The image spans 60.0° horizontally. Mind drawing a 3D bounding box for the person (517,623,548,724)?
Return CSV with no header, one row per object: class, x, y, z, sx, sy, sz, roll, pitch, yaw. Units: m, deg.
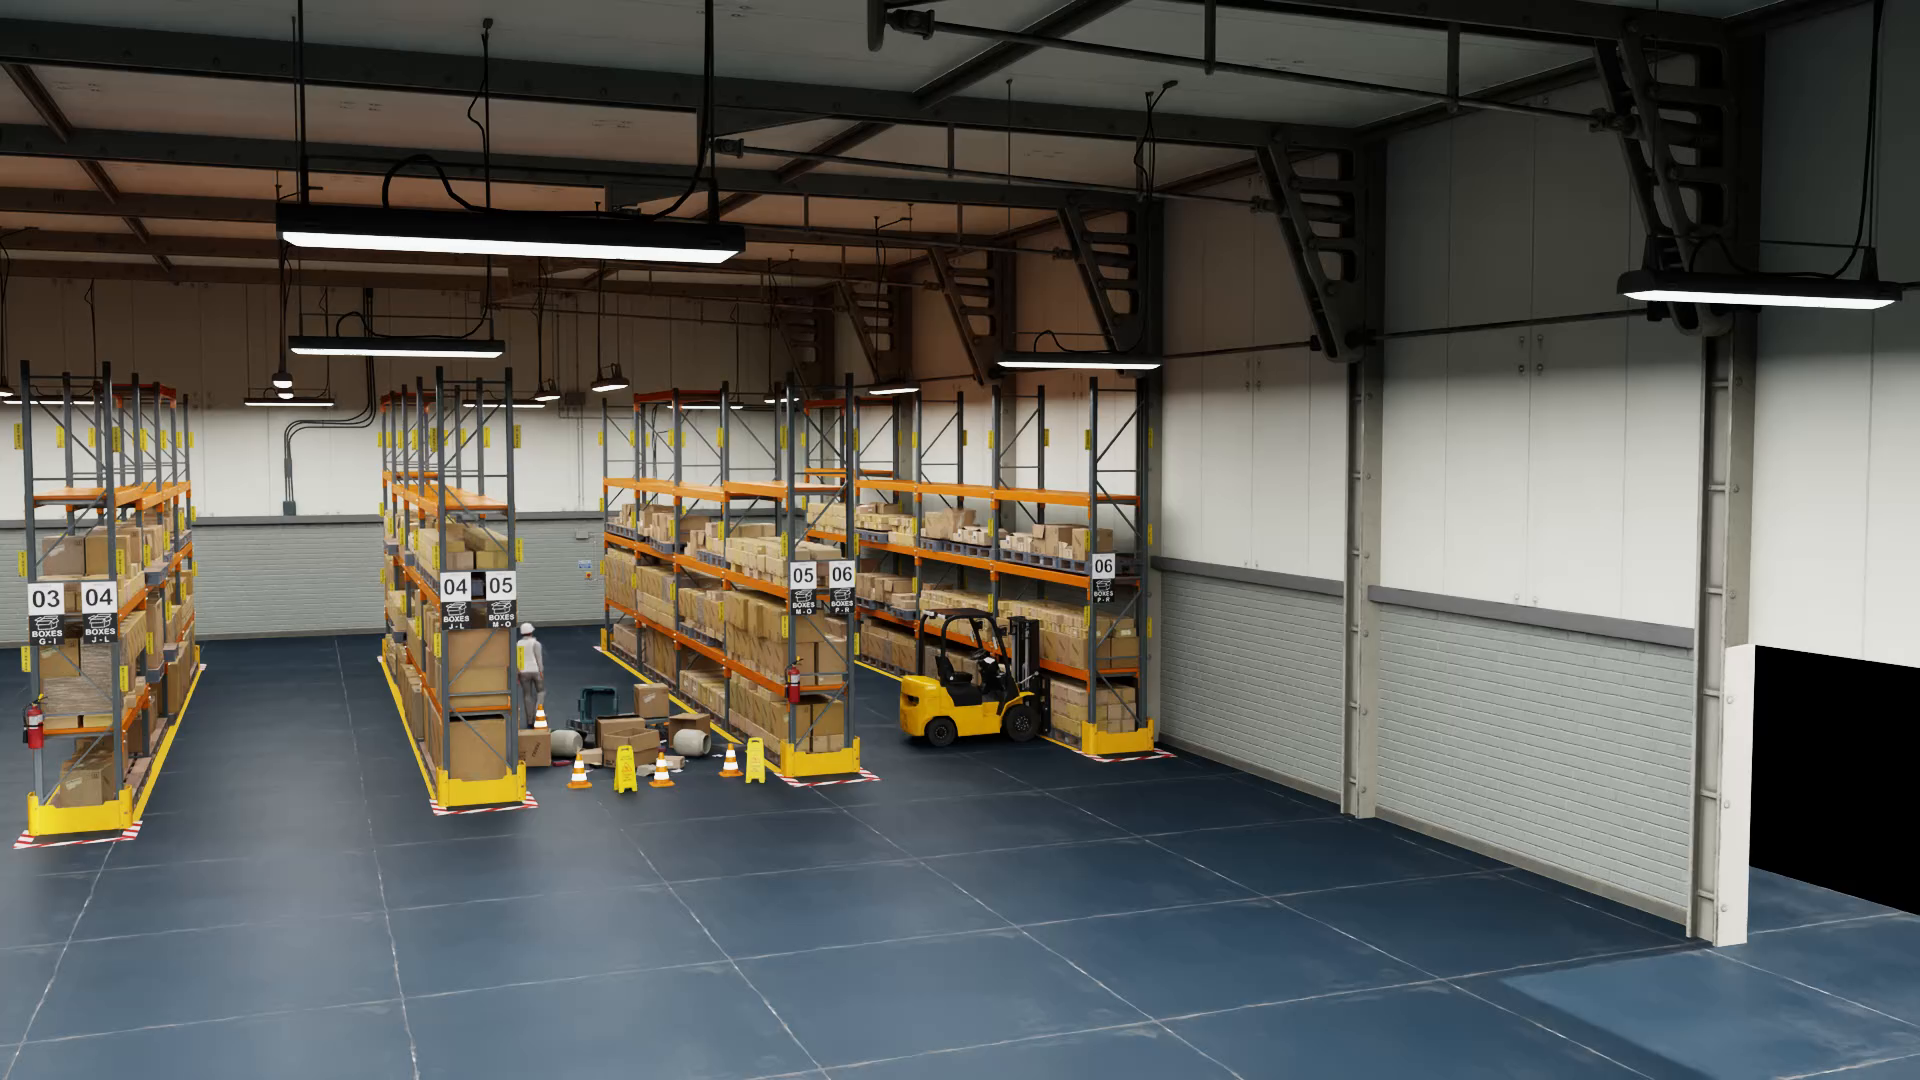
person,-7.587,2.347,29.354,0.577,1.763,0.488,-1,4,-12
